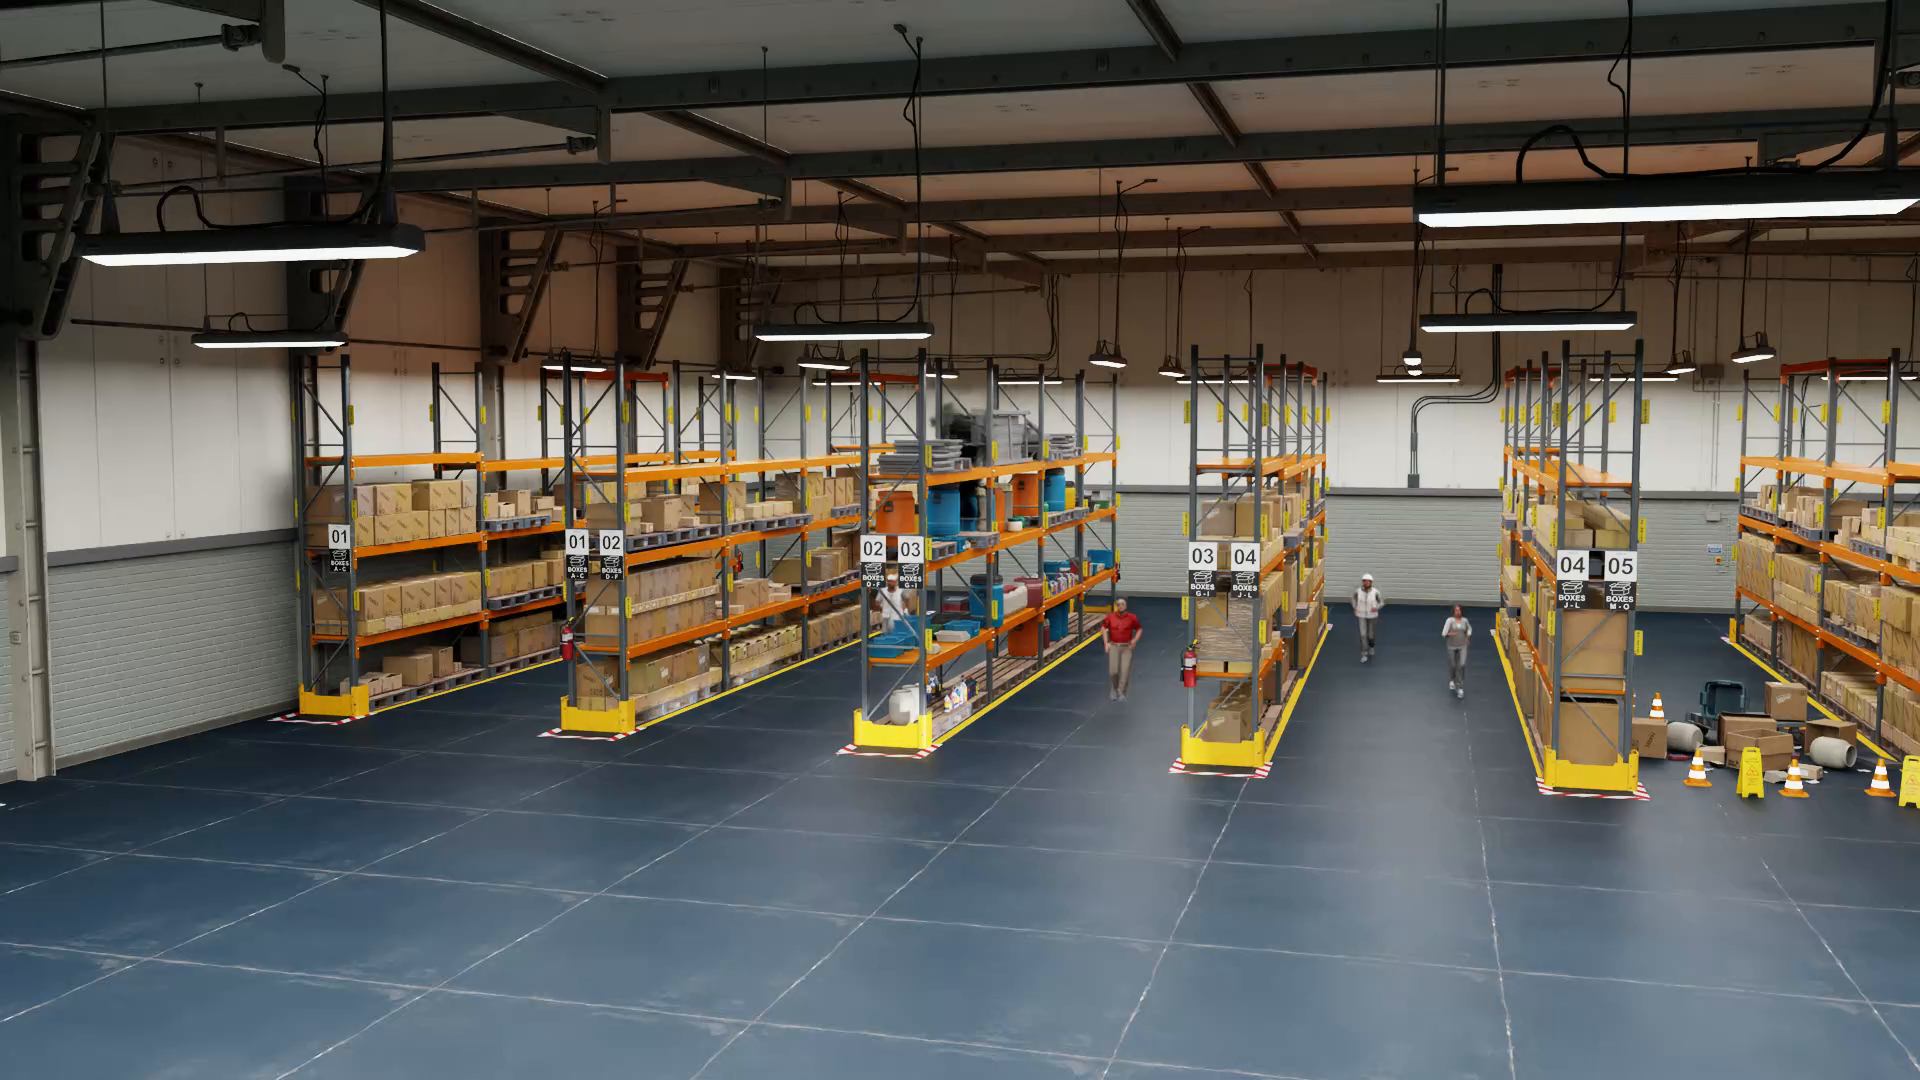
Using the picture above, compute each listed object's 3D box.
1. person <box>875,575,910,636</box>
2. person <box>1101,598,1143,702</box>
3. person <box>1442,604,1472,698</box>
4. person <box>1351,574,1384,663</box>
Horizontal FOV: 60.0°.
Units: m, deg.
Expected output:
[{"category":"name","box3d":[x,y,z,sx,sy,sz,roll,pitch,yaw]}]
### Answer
[{"category":"person","box3d":[-1.383,1.540,33.712,0.701,1.698,0.932,1,4,9]},{"category":"person","box3d":[2.672,1.823,27.445,0.678,1.733,0.560,0,4,5]},{"category":"person","box3d":[8.876,1.954,29.691,0.532,1.612,0.798,1,4,11]},{"category":"person","box3d":[8.324,1.576,34.005,0.669,1.776,0.824,1,4,18]}]
